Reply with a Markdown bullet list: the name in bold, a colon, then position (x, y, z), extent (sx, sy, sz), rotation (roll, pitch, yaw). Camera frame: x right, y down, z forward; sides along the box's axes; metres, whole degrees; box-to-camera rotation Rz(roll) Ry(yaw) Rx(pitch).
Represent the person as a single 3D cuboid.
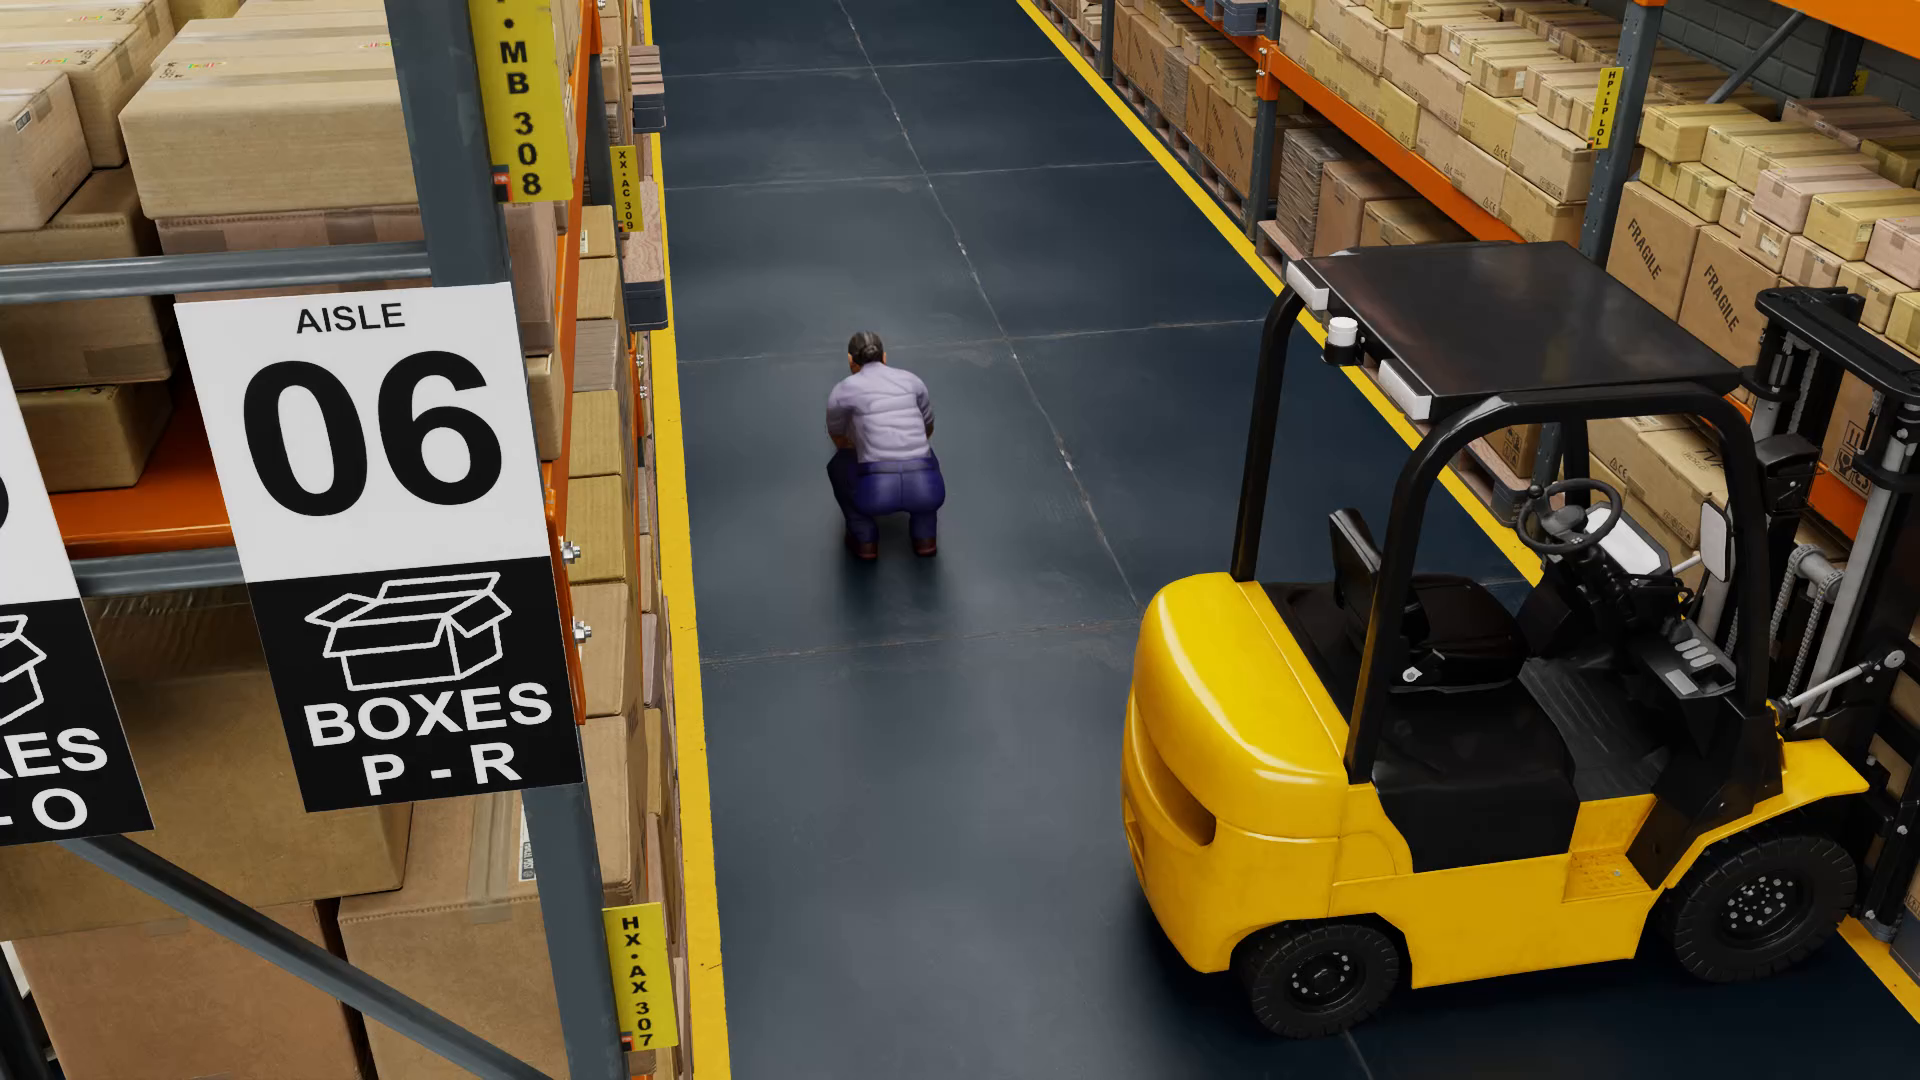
- **person**: position (-0.343, -0.459, 7.631), extent (0.517, 0.929, 0.733), rotation (-5, 31, -9)
